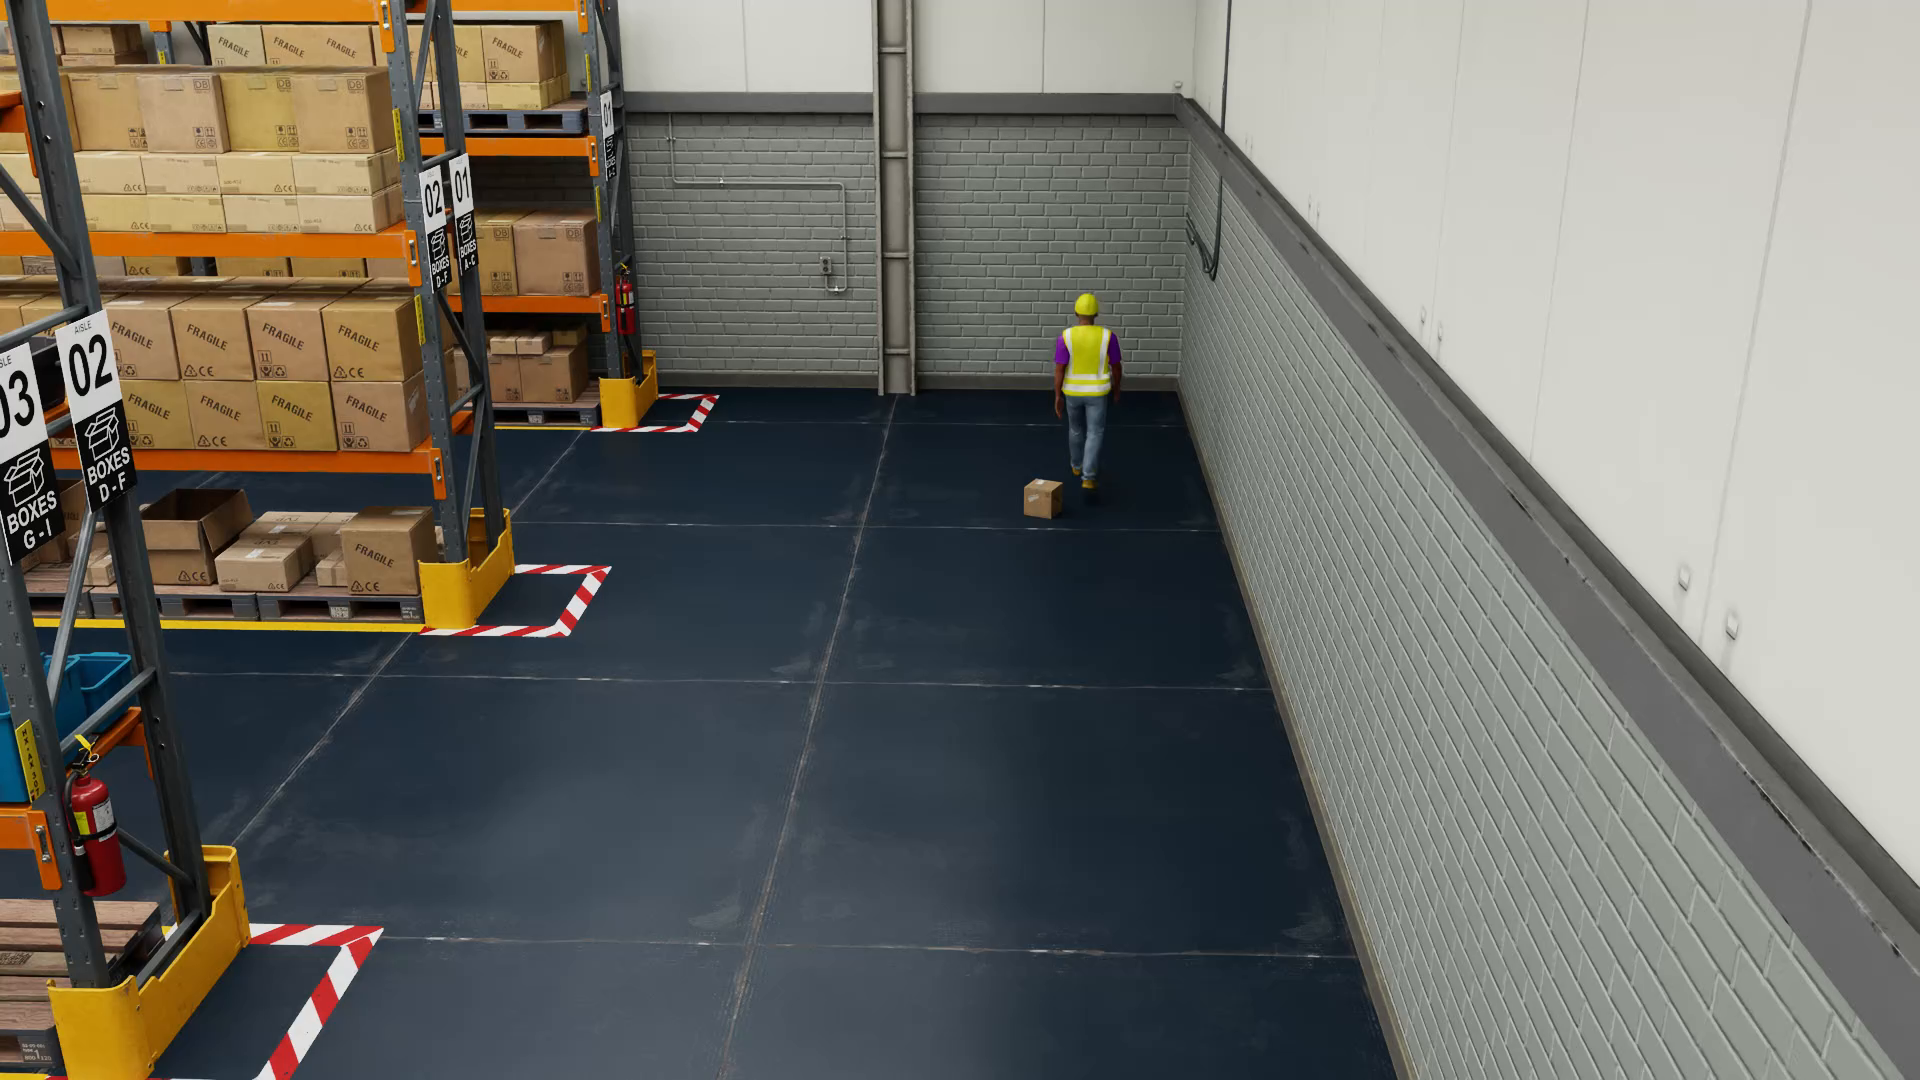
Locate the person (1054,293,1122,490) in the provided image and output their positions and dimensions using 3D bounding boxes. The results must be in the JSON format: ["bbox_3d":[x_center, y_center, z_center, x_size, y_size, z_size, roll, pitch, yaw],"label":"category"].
[{"bbox_3d":[1.122,-1.308,14.535,0.570,1.730,1.021,4,21,9],"label":"person"}]
